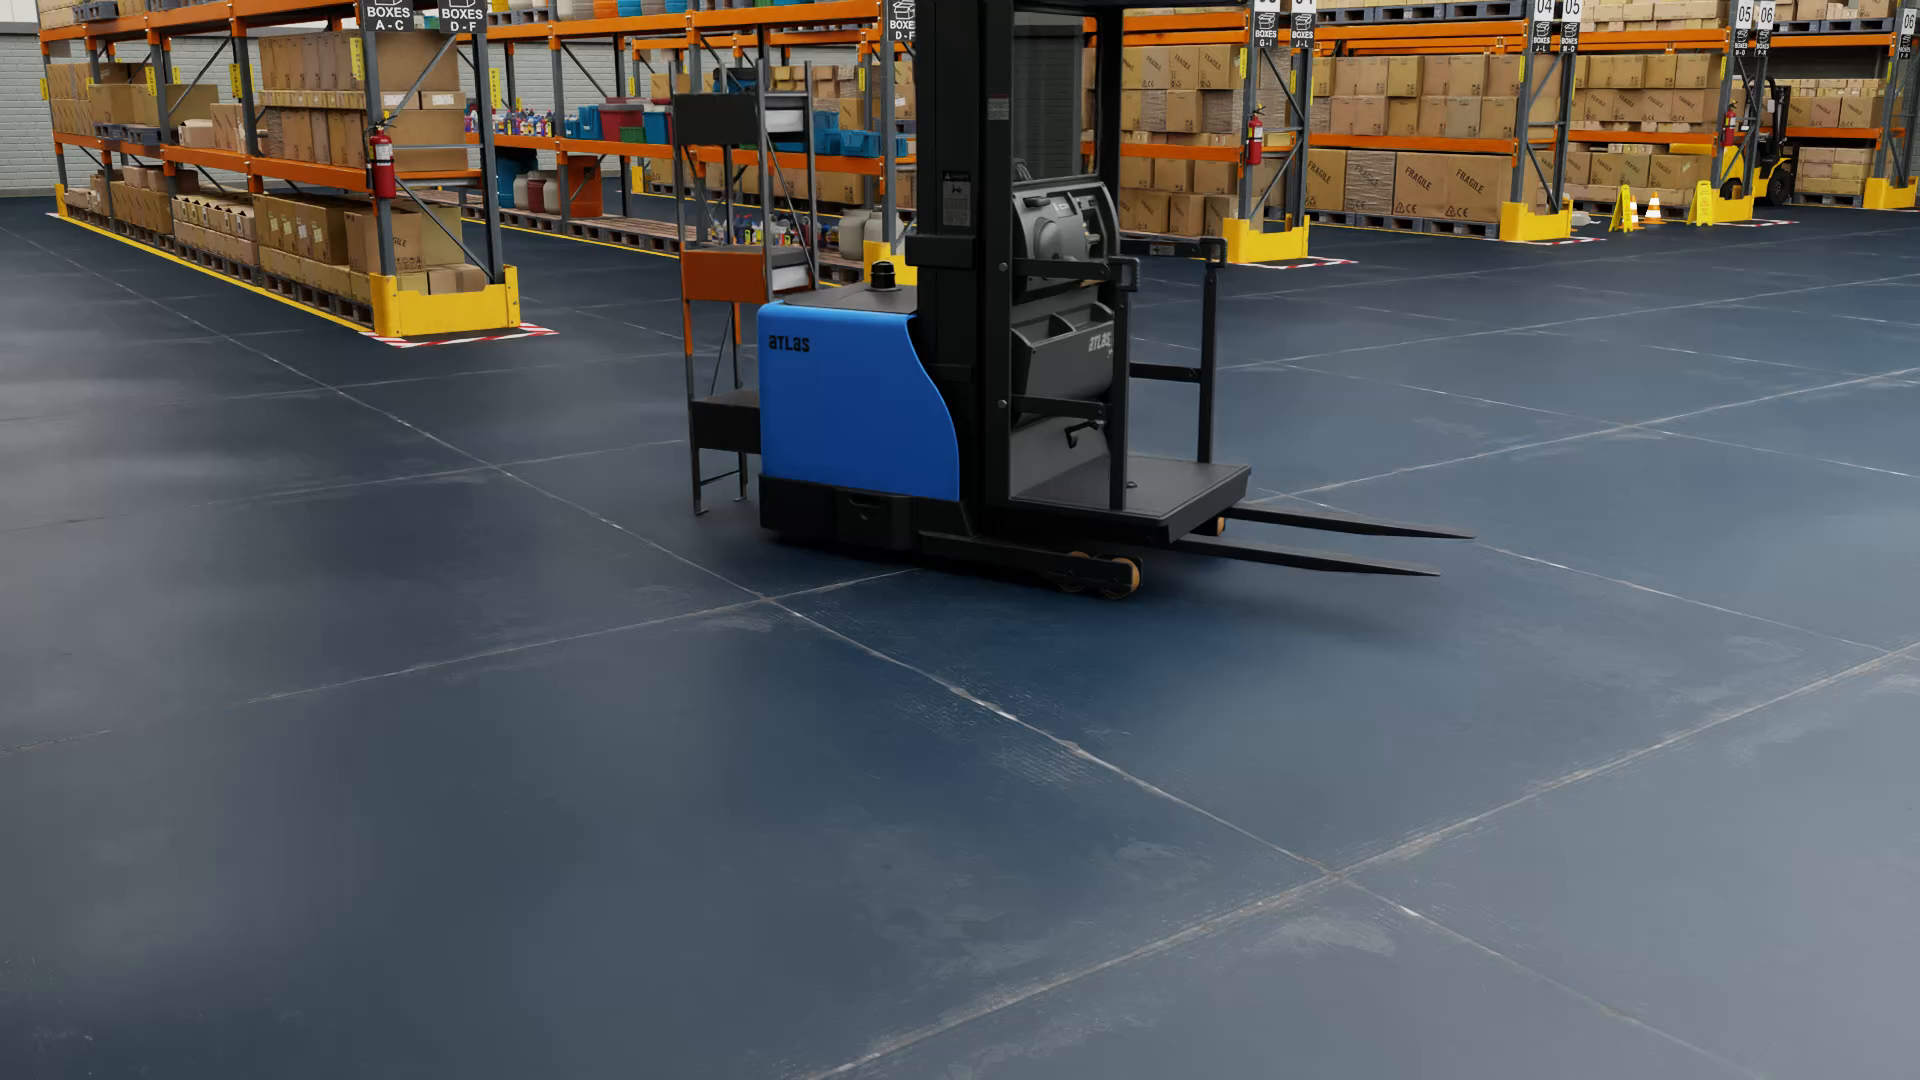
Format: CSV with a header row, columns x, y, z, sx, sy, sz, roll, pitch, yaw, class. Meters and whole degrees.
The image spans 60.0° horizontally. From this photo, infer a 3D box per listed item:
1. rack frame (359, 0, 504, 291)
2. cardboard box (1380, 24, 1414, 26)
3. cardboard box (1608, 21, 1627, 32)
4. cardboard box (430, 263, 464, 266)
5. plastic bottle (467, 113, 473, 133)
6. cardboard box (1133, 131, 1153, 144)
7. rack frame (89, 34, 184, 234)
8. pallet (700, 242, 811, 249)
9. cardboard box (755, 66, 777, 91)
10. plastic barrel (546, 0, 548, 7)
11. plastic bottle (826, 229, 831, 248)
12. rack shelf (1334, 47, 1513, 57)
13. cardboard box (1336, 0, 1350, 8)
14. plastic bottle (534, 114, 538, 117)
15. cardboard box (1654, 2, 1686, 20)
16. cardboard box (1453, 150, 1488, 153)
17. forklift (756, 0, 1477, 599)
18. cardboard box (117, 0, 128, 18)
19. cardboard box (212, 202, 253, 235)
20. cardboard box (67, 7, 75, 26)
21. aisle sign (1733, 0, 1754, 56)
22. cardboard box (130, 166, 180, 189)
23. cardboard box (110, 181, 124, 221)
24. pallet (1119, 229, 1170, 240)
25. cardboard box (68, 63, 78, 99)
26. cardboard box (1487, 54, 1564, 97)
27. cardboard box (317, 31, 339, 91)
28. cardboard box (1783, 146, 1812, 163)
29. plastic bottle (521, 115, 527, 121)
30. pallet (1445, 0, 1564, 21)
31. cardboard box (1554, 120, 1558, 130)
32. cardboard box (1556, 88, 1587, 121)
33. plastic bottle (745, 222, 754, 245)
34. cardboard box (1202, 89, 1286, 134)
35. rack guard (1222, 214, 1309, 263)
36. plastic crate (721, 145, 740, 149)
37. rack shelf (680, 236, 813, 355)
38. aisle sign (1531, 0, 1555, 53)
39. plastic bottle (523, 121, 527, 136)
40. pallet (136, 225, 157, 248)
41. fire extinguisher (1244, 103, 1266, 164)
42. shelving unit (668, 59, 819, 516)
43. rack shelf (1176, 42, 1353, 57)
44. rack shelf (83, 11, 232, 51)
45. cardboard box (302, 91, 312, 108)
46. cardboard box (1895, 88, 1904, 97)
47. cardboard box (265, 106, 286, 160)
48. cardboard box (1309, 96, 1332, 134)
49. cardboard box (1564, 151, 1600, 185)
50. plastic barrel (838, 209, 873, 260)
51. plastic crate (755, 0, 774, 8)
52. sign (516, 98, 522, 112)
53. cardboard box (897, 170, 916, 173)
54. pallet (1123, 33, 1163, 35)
x,y,z,sx,sy,sz,roll,pitch,yaw,class
-4.344,-3.236,13.717,1.000,3.000,0.127,-11,19,-35,rack frame
7.903,-9.194,29.610,0.797,0.503,0.637,-11,19,-35,cardboard box
10.312,-7.990,25.882,0.380,0.149,0.250,-11,19,-35,cardboard box
-4.776,-2.367,14.957,0.500,0.250,0.500,-11,19,-35,cardboard box
-7.442,-6.337,25.268,0.061,0.283,0.133,-11,19,-35,plastic bottle
2.370,-4.984,20.581,0.380,0.149,0.250,-11,19,-35,cardboard box
-11.400,-5.798,23.079,1.000,3.000,0.127,-11,19,-35,rack frame
-2.326,-3.363,19.464,1.003,0.211,1.213,-11,19,-35,pallet
-3.002,-7.732,28.055,0.797,0.503,0.637,-11,19,-36,cardboard box
-5.370,-7.690,22.701,0.600,0.830,0.708,-11,19,-35,plastic barrel
-1.468,-3.418,18.848,0.097,0.201,0.097,0,15,0,plastic bottle
9.820,-10.317,35.270,1.077,0.370,4.000,-11,19,-35,rack shelf
5.629,-7.712,23.882,0.380,0.149,0.250,-11,19,-35,cardboard box
-6.386,-6.287,25.099,0.152,0.276,0.135,-11,19,-35,plastic bottle
10.884,-8.006,25.184,0.500,0.250,0.500,-11,19,-35,cardboard box
10.574,-7.844,34.494,0.500,0.500,0.500,-10,18,-33,cardboard box
0.633,-1.336,6.905,3.031,2.935,1.130,8,17,27,forklift
-9.937,-6.747,20.674,0.910,0.500,0.500,-11,19,-35,cardboard box
-7.769,-3.496,18.017,0.500,0.311,0.500,-11,19,-35,cardboard box
-12.186,-7.344,23.327,0.500,0.250,0.500,-11,19,-35,cardboard box
11.489,-7.506,24.396,0.394,0.787,0.004,-11,19,-35,aisle sign
-10.429,-4.705,21.565,0.500,0.250,0.500,-11,19,-36,cardboard box
-11.313,-4.664,22.835,0.500,0.500,0.500,-12,19,-37,cardboard box
2.464,-3.883,21.364,1.003,0.211,1.213,-11,19,-35,pallet
-12.506,-6.613,23.973,0.500,0.500,0.500,-11,19,-34,cardboard box
7.556,-6.199,22.215,0.875,0.550,0.550,-11,19,-35,cardboard box
-5.250,-4.242,14.745,0.700,0.500,0.500,-11,19,-34,cardboard box
14.567,-6.705,28.911,0.500,0.250,0.500,-11,19,-34,cardboard box
-6.286,-5.982,23.971,0.061,0.283,0.133,-11,19,-35,plastic bottle
7.298,-7.082,22.254,1.003,0.211,1.213,-11,19,-35,pallet
9.750,-6.771,27.108,0.380,0.149,0.250,-10,18,-33,cardboard box
9.967,-7.007,26.741,0.500,0.500,0.500,-11,19,-35,cardboard box
-2.374,-3.441,18.779,0.061,0.283,0.133,-10,18,-32,plastic bottle
3.370,-5.086,19.724,0.875,0.500,0.500,-11,19,-35,cardboard box
3.626,-3.583,19.721,1.175,0.500,0.348,-11,19,-35,rack guard
-2.482,-4.697,19.171,0.767,0.338,0.504,-11,19,-35,plastic crate
-0.979,-1.138,7.789,0.480,0.518,0.431,8,17,29,rack shelf
7.542,-6.713,21.497,0.394,0.787,0.004,-11,19,-35,aisle sign
-6.154,-5.838,23.600,0.097,0.201,0.097,0,15,0,plastic bottle
-10.170,-4.025,21.881,1.003,0.211,1.213,-11,19,-35,pallet
3.366,-4.639,18.991,0.296,0.674,0.183,-11,19,-35,fire extinguisher
-0.979,-1.151,7.786,0.503,2.100,0.431,8,17,29,shelving unit
5.807,-9.546,32.453,1.077,0.370,4.000,-11,19,-35,rack shelf
-10.224,-6.471,21.217,1.077,0.370,4.000,-11,19,-35,rack shelf
-5.781,-4.033,15.213,0.380,0.149,0.250,-11,19,-35,cardboard box
15.710,-7.556,28.083,0.380,0.149,0.250,-11,19,-36,cardboard box
-6.430,-4.044,16.481,0.700,0.500,0.500,-11,19,-36,cardboard box
5.617,-6.370,24.886,0.875,0.550,0.550,-11,19,-35,cardboard box
10.091,-6.012,26.851,0.500,0.500,0.500,-10,18,-32,cardboard box
-1.079,-3.242,17.657,0.421,0.512,0.421,0,15,0,plastic barrel
-1.980,-5.823,17.890,0.336,0.188,0.450,-11,19,-35,plastic crate
-6.945,-6.785,26.159,0.100,0.325,0.005,-11,19,-35,sign
-0.614,-5.711,25.240,0.500,0.250,0.500,-10,18,-32,cardboard box
3.460,-8.456,27.464,1.213,0.211,1.003,-10,18,-32,pallet
